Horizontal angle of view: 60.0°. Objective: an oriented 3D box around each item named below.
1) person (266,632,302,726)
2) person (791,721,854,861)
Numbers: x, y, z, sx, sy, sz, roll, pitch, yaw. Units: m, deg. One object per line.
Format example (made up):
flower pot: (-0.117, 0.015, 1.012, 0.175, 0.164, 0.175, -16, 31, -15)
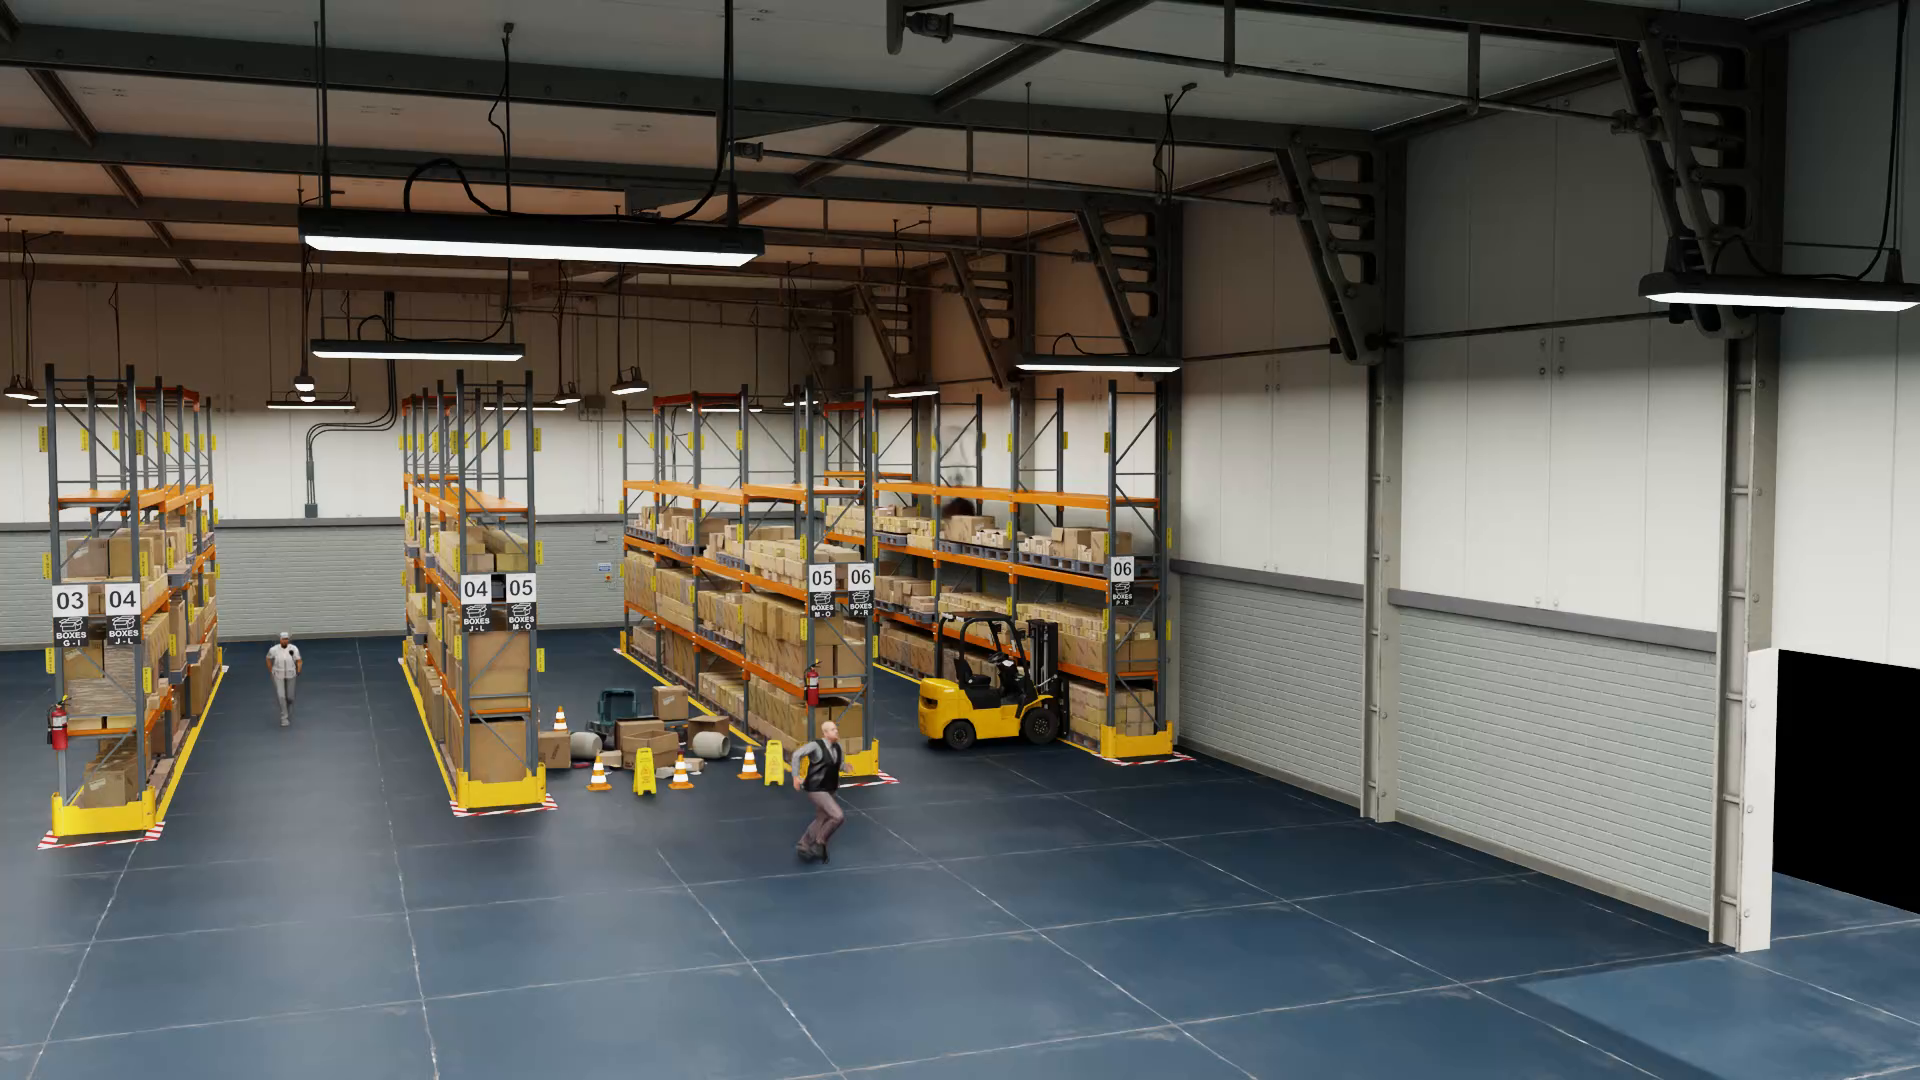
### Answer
person: (-12.104, 2.457, 29.785, 0.591, 1.649, 0.804, -2, 4, -28)
person: (-1.618, 2.983, 19.745, 0.782, 1.673, 0.688, 2, 4, 33)
